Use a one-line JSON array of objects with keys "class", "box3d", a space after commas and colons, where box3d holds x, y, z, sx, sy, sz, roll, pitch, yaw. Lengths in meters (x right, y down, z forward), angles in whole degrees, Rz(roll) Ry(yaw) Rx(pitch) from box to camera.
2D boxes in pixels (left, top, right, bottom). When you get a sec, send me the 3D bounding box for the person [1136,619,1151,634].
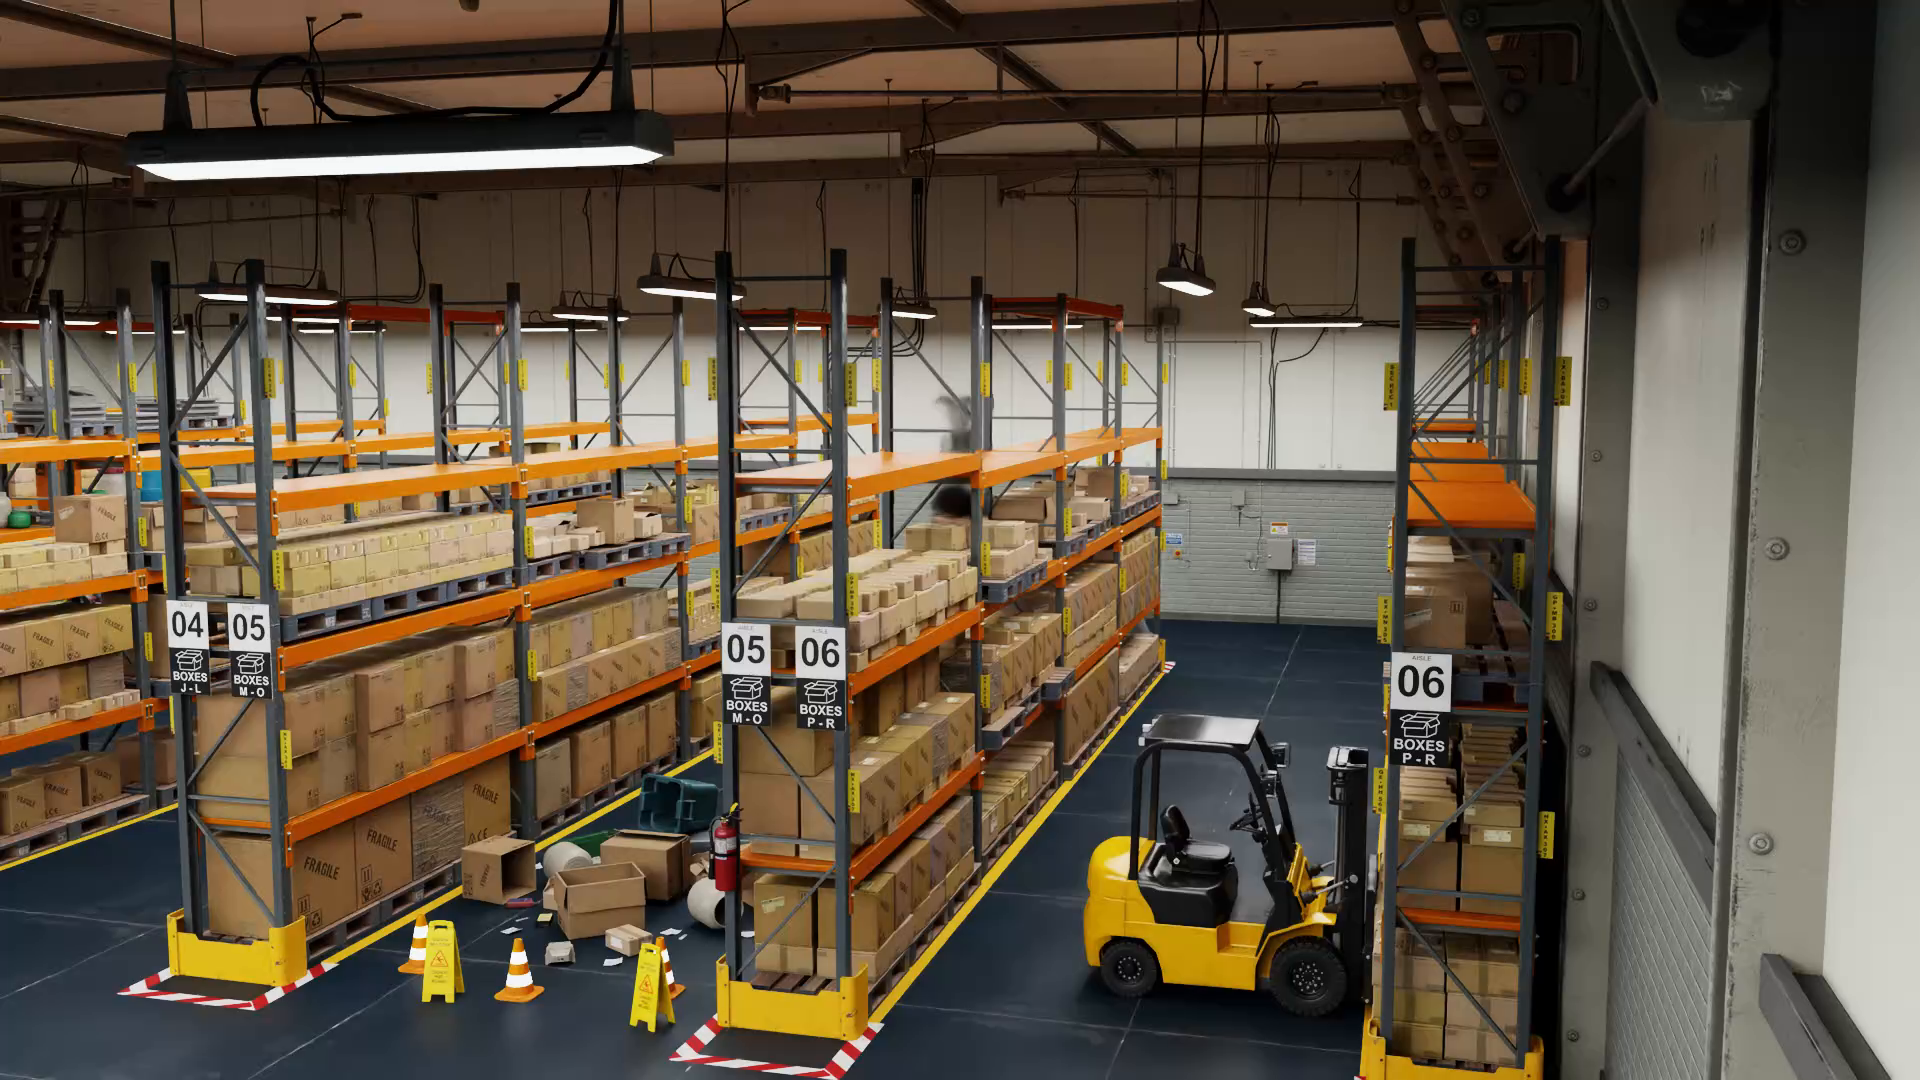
[{"class": "person", "box3d": [3.158, 1.112, 30.408, 0.772, 1.758, 0.547, 0, 6, 0]}]
